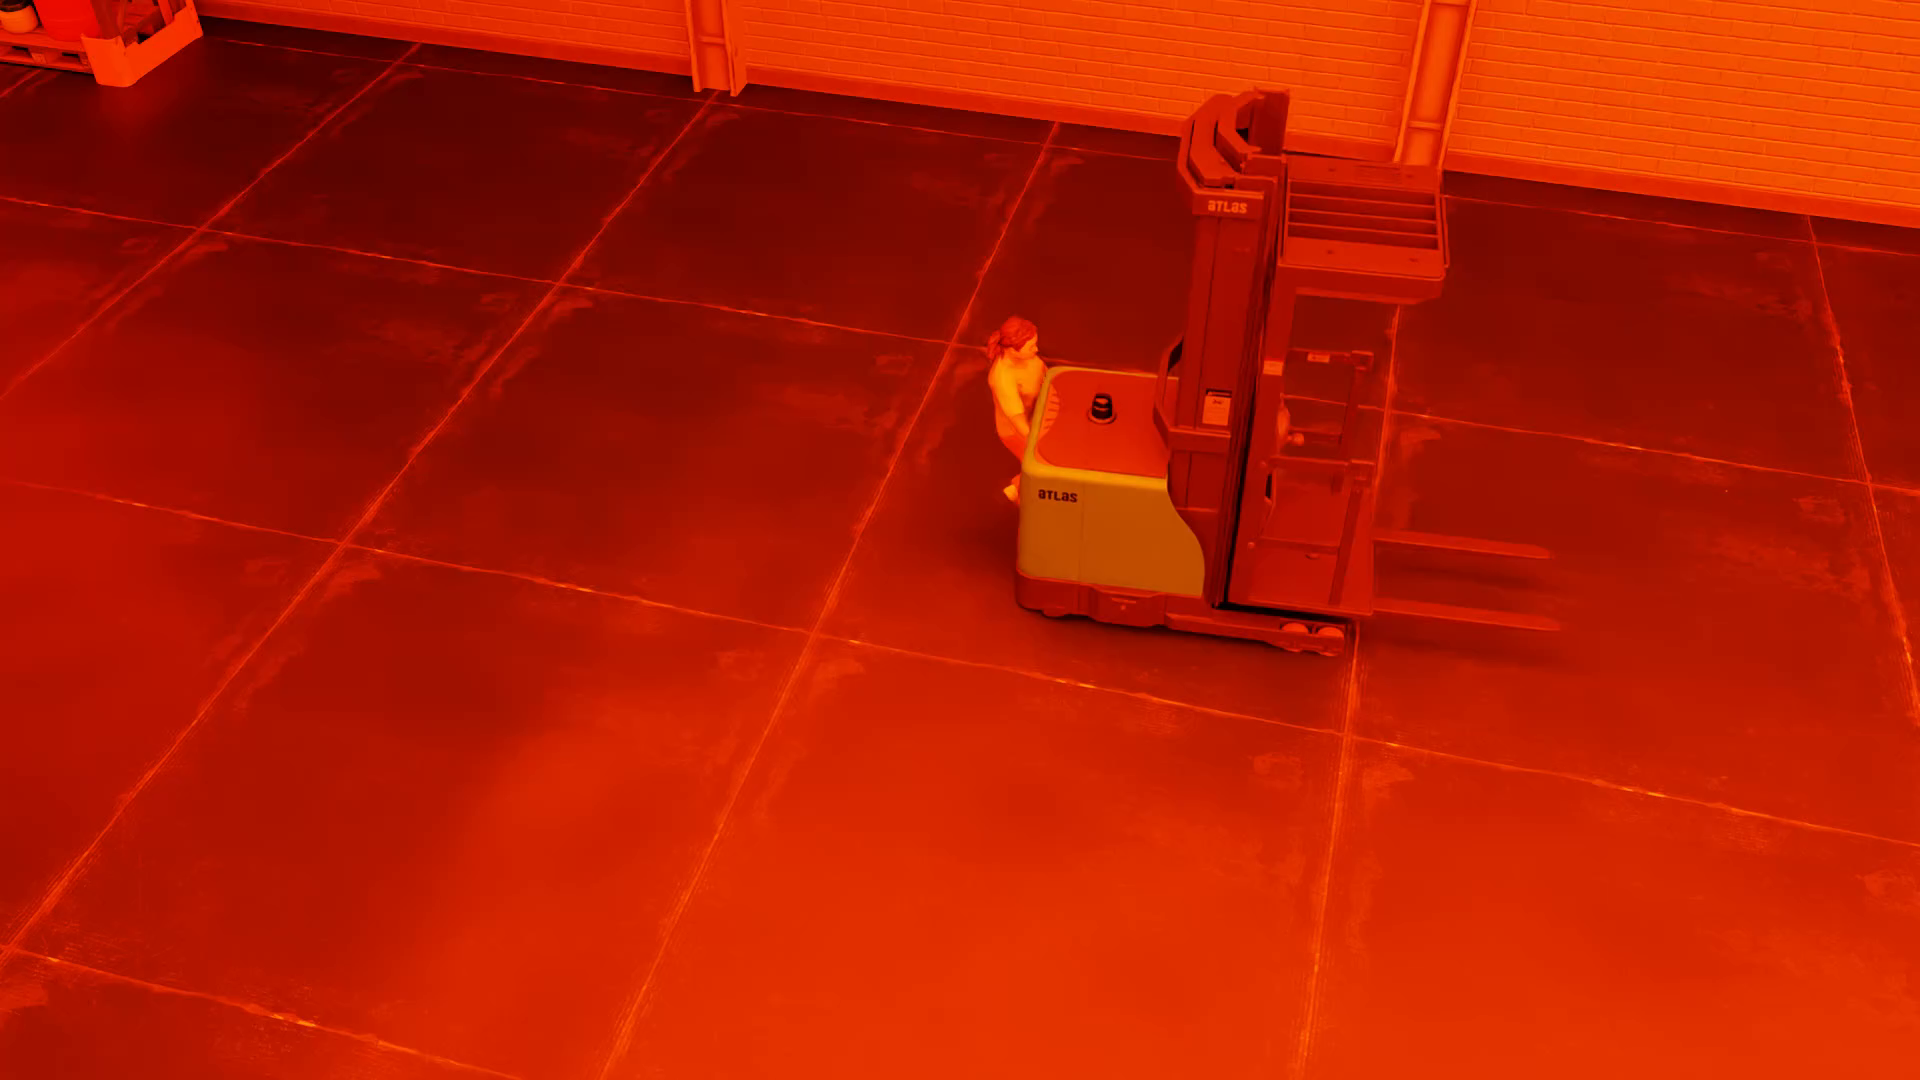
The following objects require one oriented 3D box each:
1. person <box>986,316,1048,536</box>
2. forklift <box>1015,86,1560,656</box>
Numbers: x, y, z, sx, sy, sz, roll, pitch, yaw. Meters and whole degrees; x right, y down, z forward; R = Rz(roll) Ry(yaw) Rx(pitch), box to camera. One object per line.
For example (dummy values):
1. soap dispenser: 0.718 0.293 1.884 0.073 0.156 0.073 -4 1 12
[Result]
1. person: 0.443 -0.663 9.526 0.640 1.400 0.742 14 43 16
2. forklift: 1.882 -0.831 8.809 3.031 2.935 1.130 7 42 8
